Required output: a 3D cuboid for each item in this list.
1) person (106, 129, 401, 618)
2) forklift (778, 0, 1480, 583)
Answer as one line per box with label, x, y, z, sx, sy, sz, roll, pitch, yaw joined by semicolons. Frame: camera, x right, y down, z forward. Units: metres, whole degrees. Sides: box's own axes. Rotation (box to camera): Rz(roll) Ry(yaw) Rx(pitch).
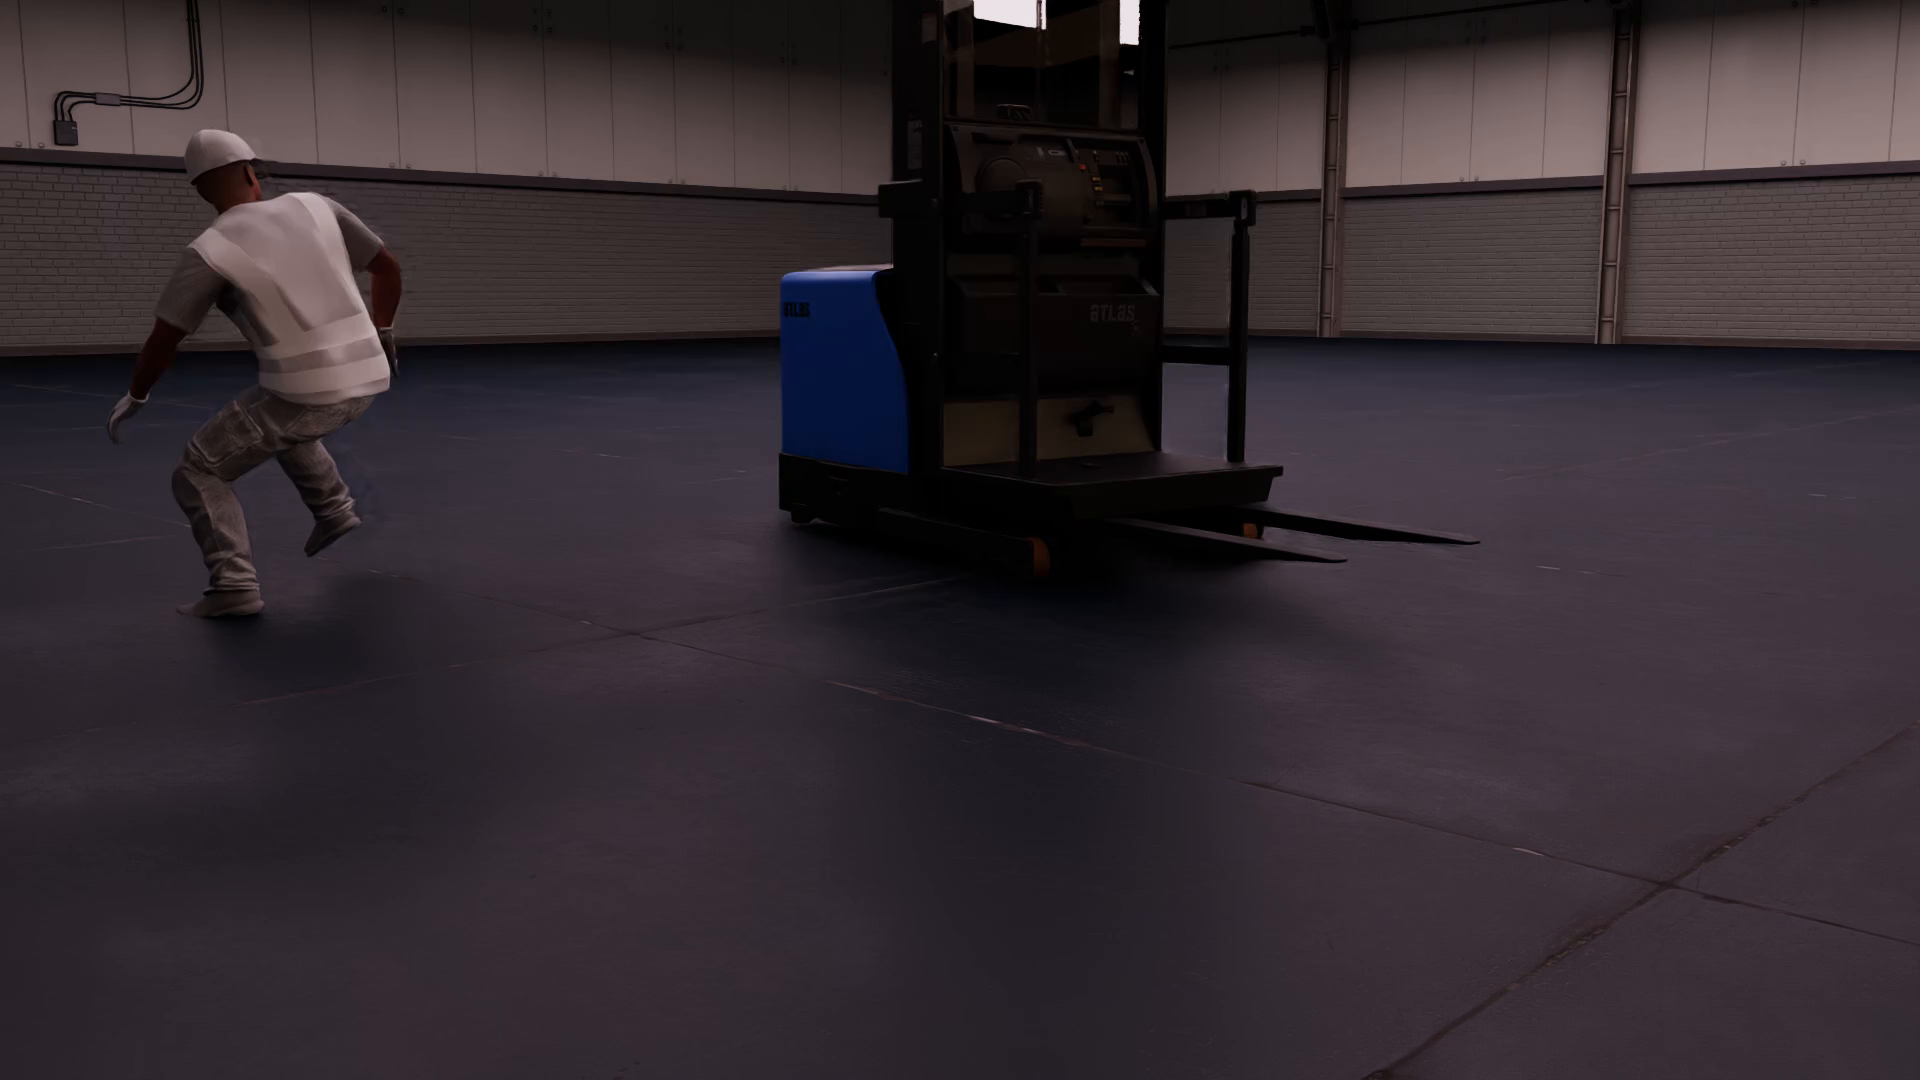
person;-2.244;-0.545;5.415;0.697;1.535;0.826;4;9;25
forklift;0.482;-1.380;6.041;1.130;2.935;3.031;-6;10;-35
